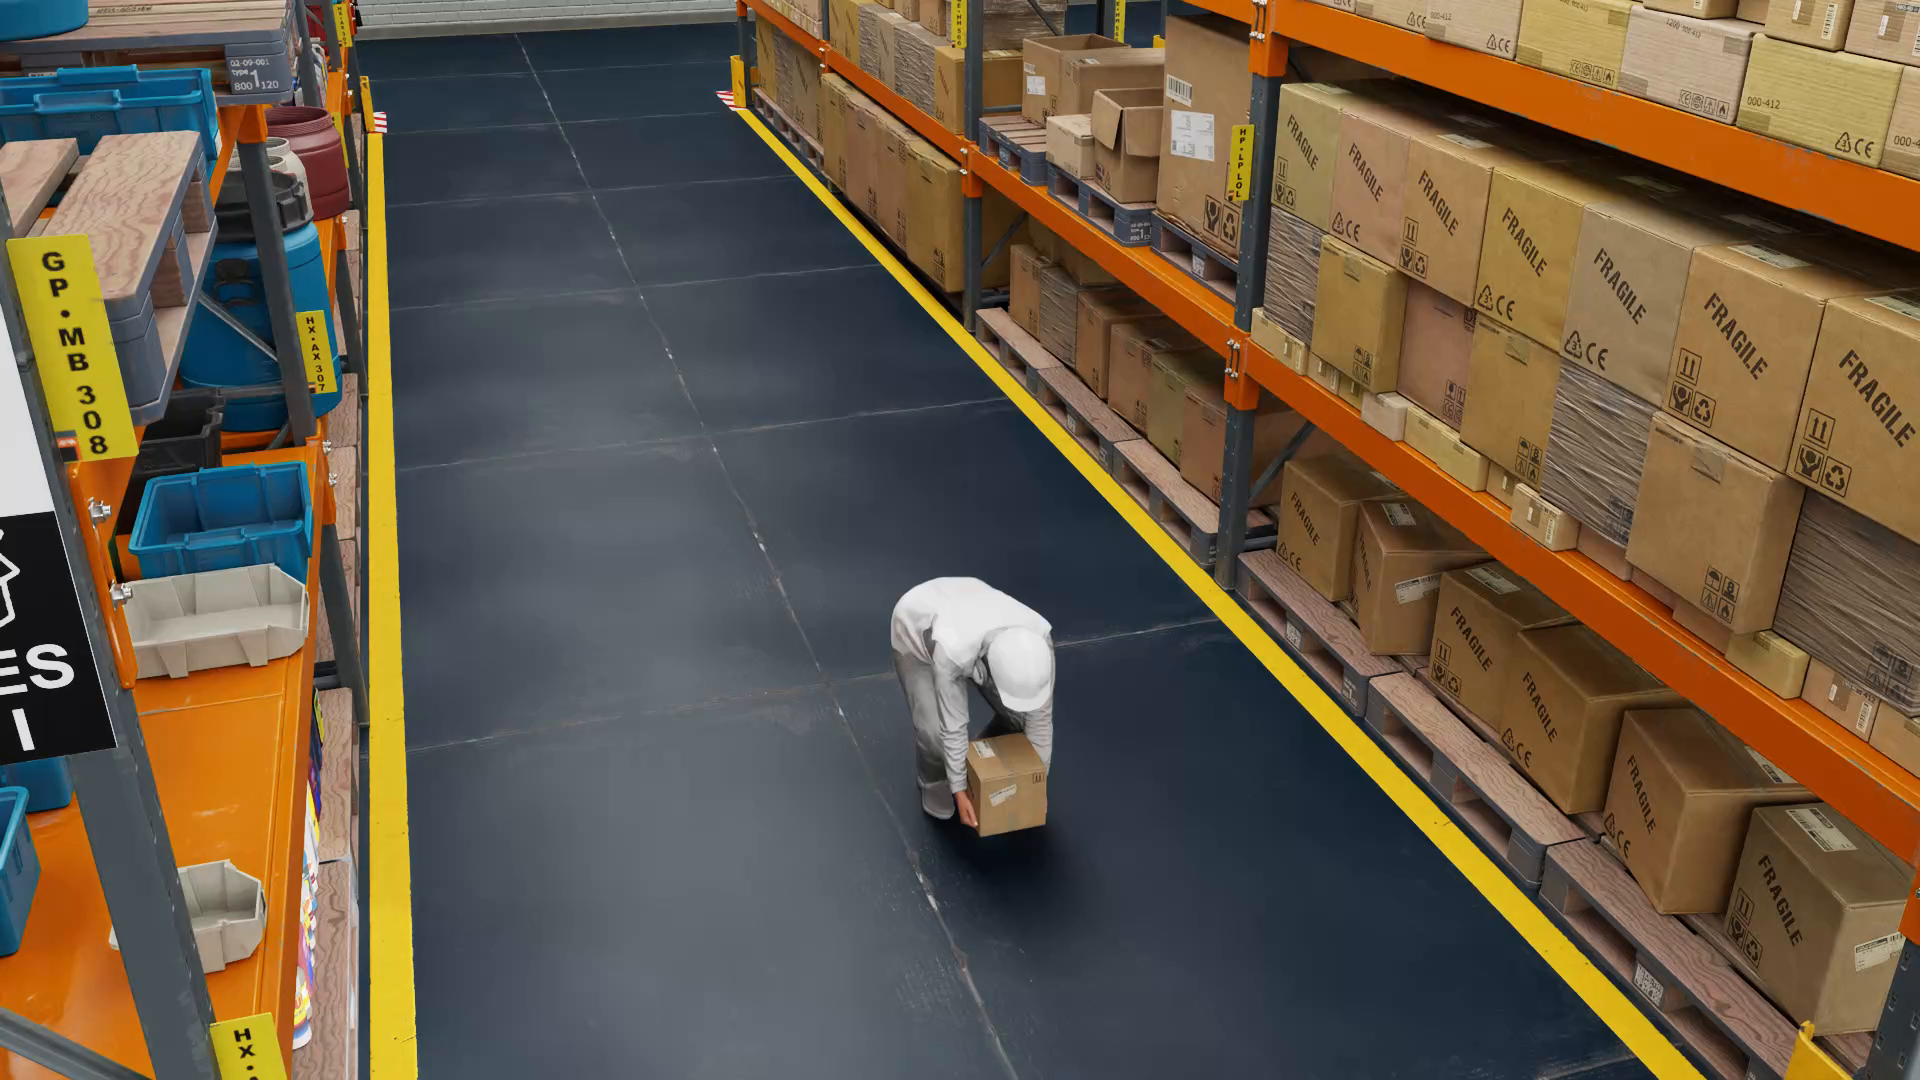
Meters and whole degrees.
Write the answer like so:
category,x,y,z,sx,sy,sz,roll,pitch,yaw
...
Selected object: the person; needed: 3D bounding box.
category,x,y,z,sx,sy,sz,roll,pitch,yaw
person,0.073,0.611,6.235,0.513,0.987,0.975,-9,28,-18
